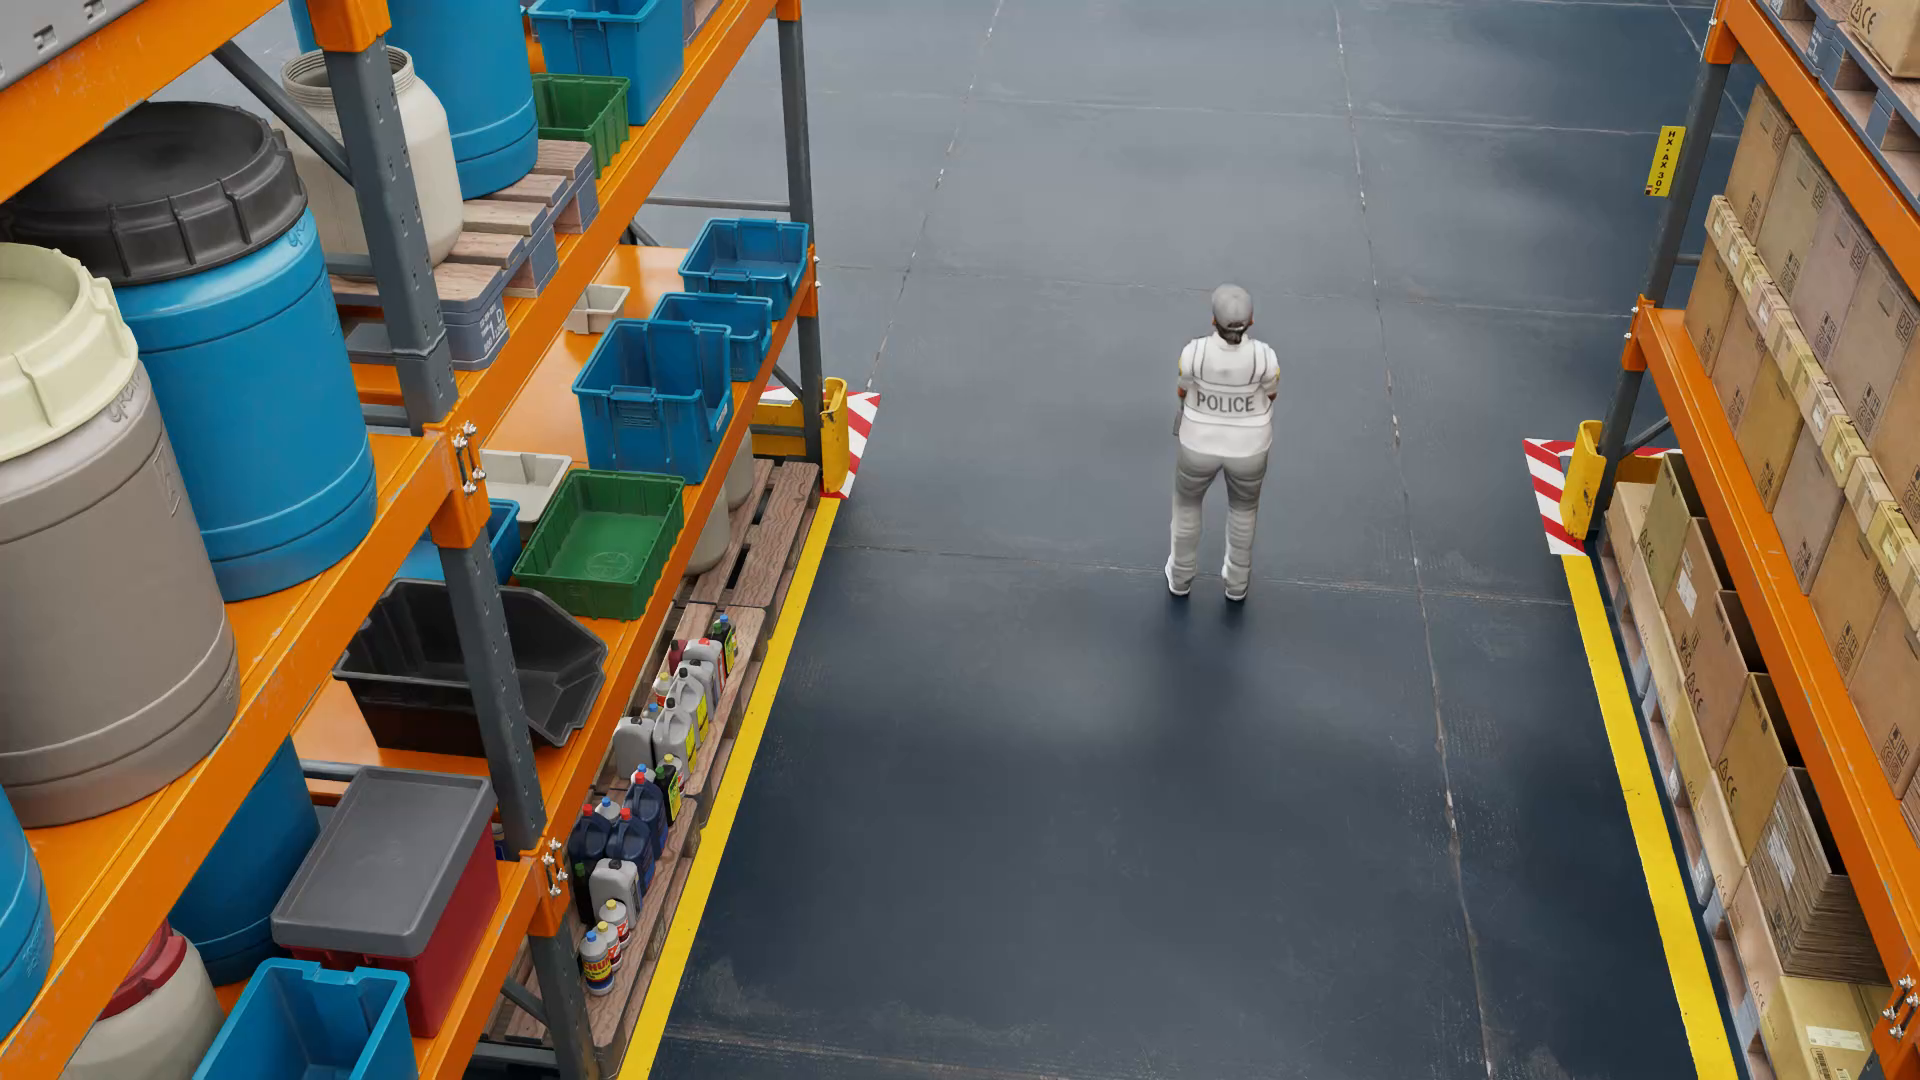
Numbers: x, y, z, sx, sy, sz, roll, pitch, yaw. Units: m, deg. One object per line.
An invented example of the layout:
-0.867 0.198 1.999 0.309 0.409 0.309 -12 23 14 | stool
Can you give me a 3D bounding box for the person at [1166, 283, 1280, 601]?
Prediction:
1.210 -0.482 7.698 0.453 1.653 0.535 4 37 6 | person
